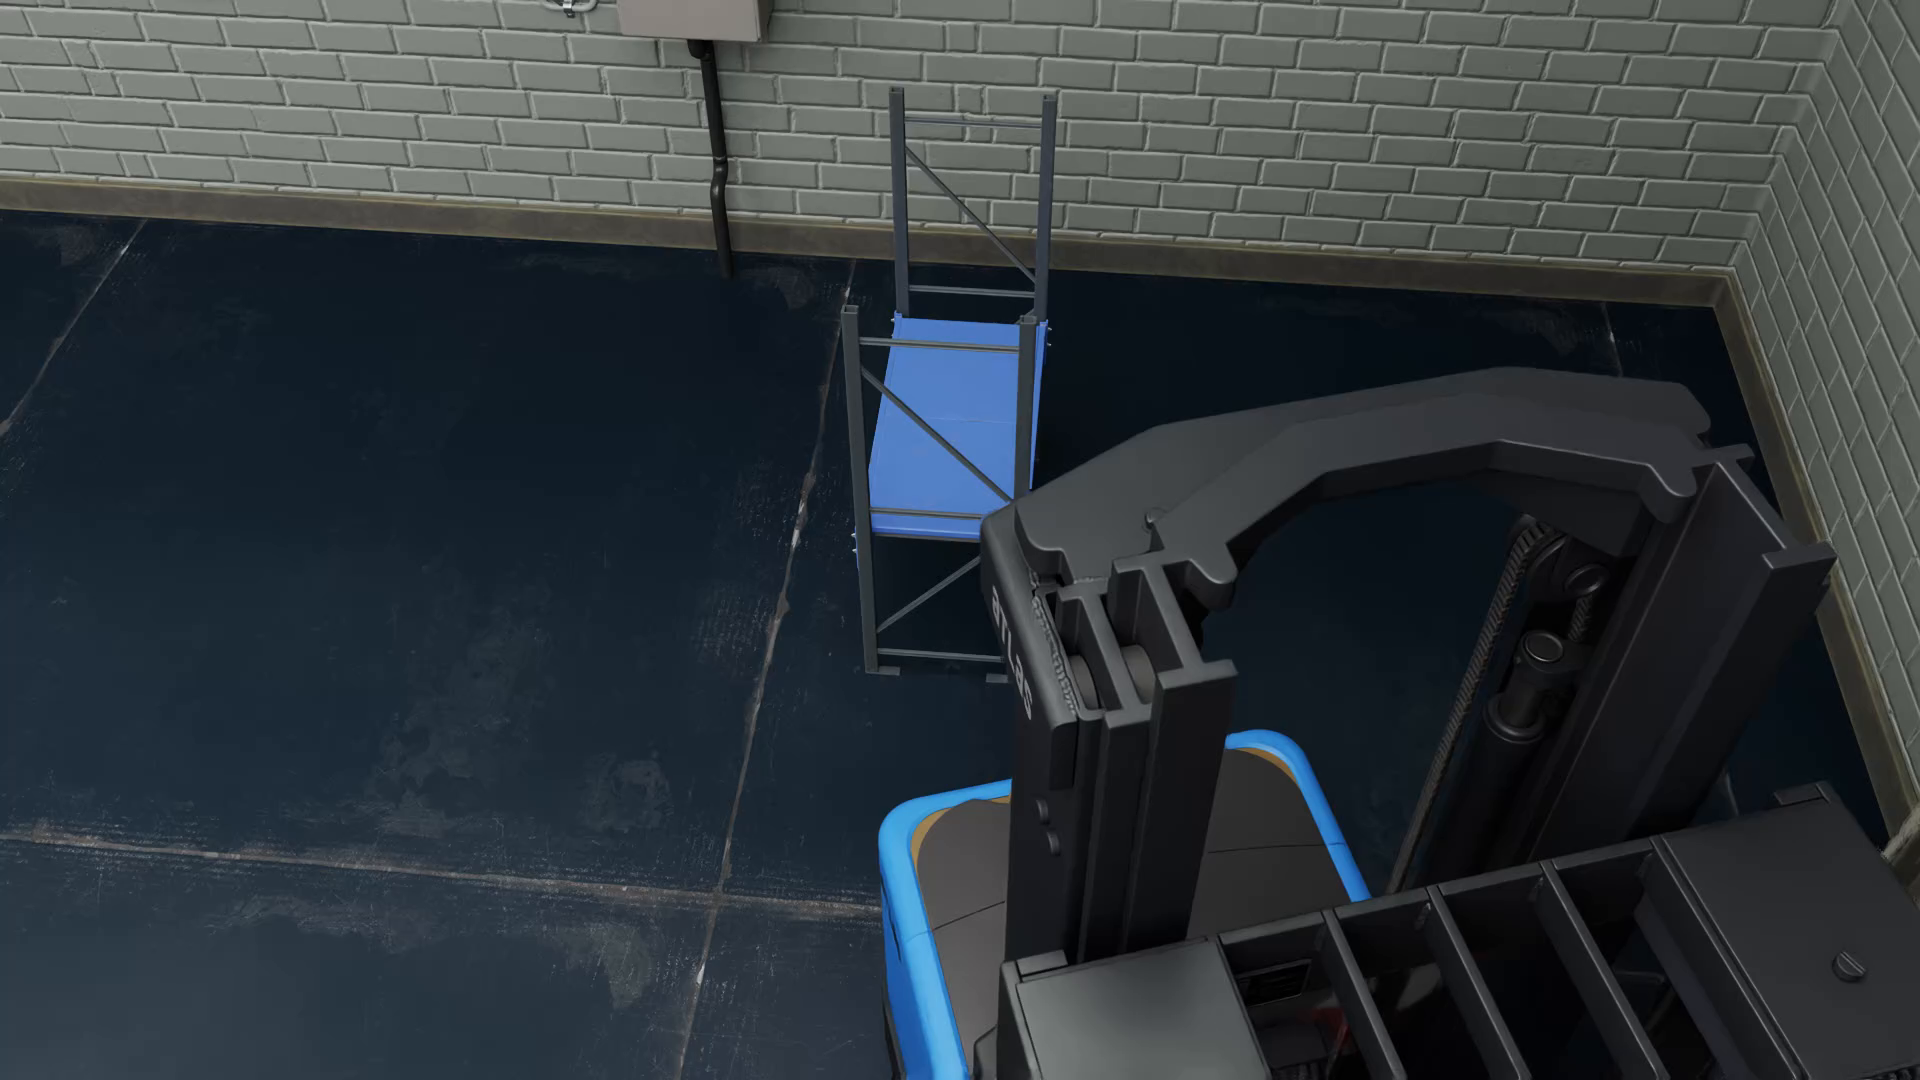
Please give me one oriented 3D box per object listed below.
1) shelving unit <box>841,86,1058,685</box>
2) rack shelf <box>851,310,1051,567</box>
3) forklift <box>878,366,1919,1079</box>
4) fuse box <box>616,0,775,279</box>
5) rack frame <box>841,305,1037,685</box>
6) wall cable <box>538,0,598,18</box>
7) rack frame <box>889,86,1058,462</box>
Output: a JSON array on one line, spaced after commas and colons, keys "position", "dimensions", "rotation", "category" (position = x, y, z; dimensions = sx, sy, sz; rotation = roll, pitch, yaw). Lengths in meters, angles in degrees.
[{"position": [-0.008, -0.443, 5.139], "dimensions": [0.538, 1.500, 1.048], "rotation": [4, 48, 4], "category": "shelving unit"}, {"position": [-0.008, -0.322, 5.272], "dimensions": [0.538, 0.185, 1.000], "rotation": [4, 48, 4], "category": "rack shelf"}, {"position": [0.644, 1.309, 2.566], "dimensions": [1.130, 2.935, 3.031], "rotation": [-10, 48, -9], "category": "forklift"}, {"position": [-0.918, -1.632, 6.083], "dimensions": [0.539, 1.711, 0.414], "rotation": [4, 48, 4], "category": "fuse box"}, {"position": [-0.054, -0.070, 4.798], "dimensions": [0.500, 1.500, 0.032], "rotation": [4, 48, 4], "category": "rack frame"}, {"position": [-1.583, -2.571, 5.380], "dimensions": [0.588, 1.984, 0.122], "rotation": [4, 48, 4], "category": "wall cable"}, {"position": [0.039, -0.817, 5.481], "dimensions": [0.500, 1.500, 0.032], "rotation": [4, 48, 4], "category": "rack frame"}]
